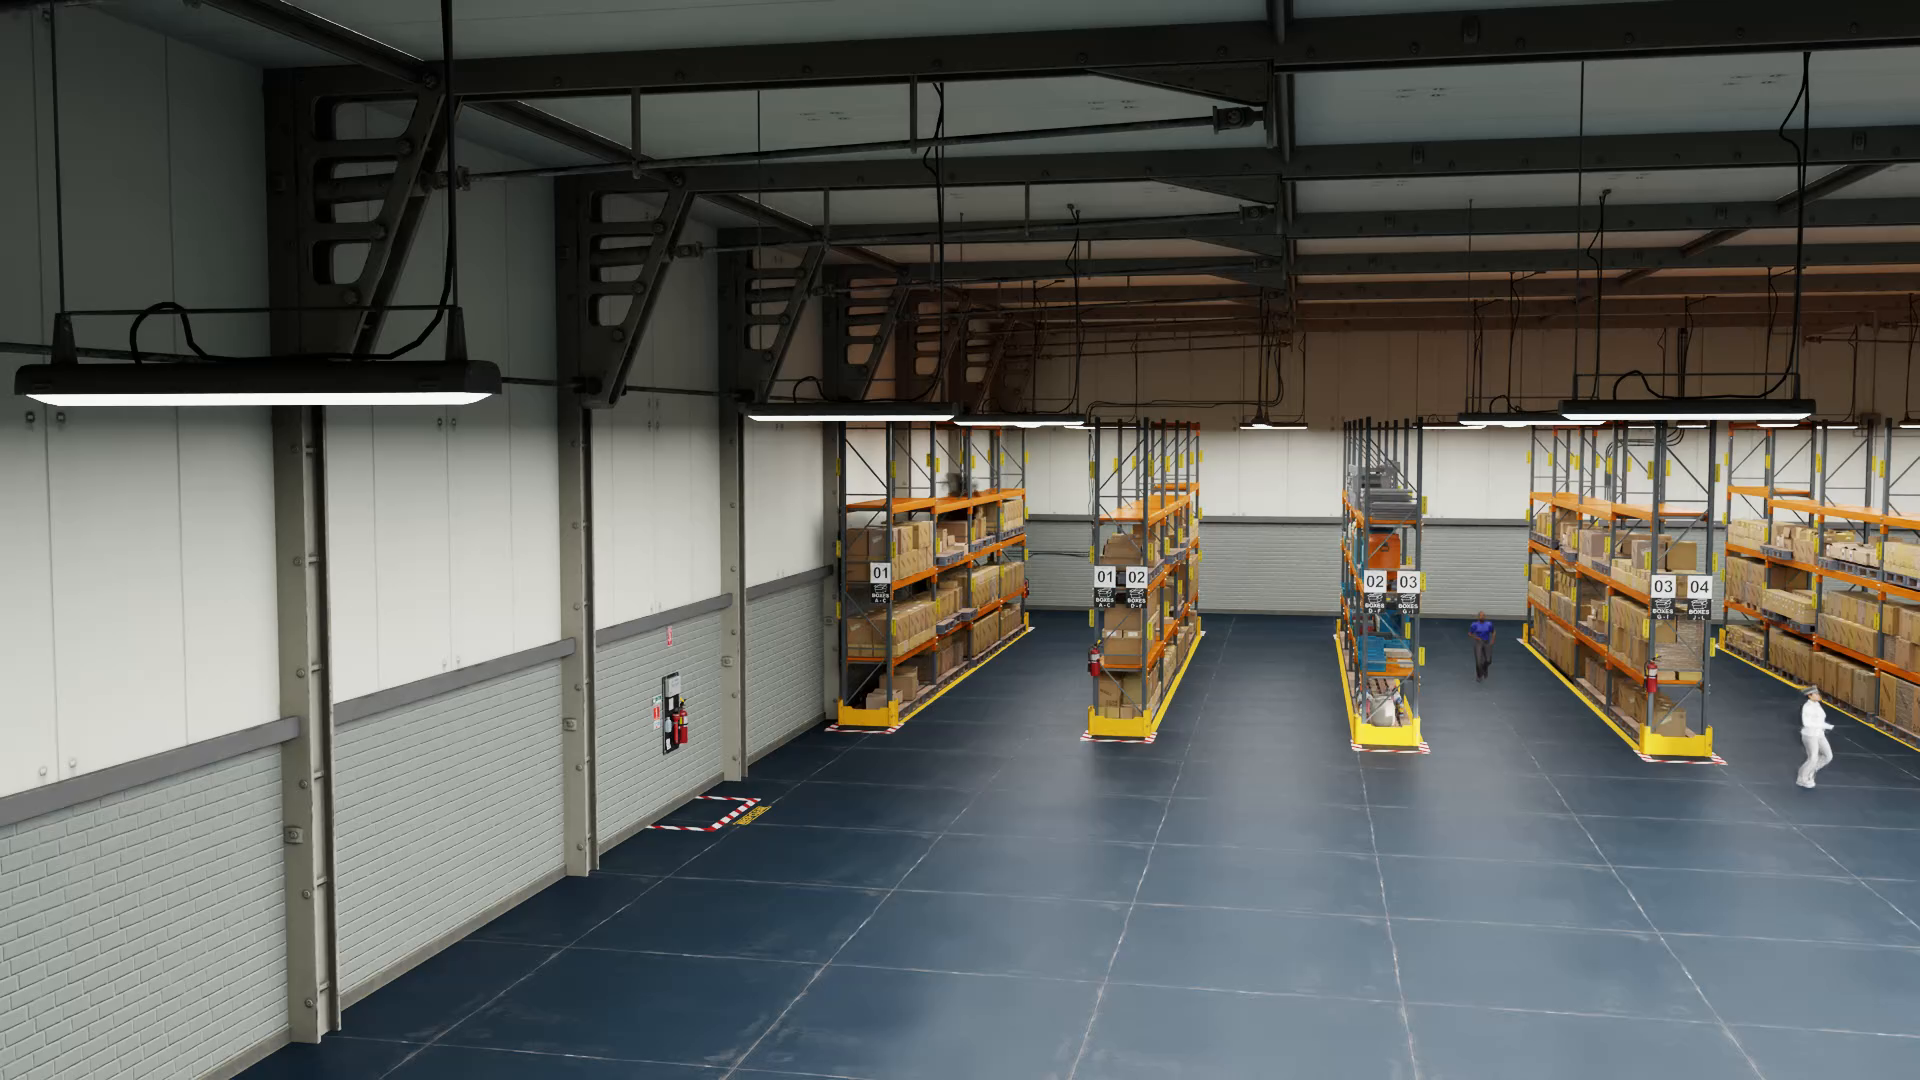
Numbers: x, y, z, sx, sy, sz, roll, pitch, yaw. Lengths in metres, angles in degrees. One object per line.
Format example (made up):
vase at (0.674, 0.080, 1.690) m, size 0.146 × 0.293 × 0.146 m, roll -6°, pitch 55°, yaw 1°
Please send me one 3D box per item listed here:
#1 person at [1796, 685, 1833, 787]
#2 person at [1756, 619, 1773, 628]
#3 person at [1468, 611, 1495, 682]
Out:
person at (13.750, 3.149, 26.676) m, size 0.599 × 1.666 × 0.577 m, roll -3°, pitch 5°, yaw -41°
person at (21.747, 1.926, 44.926) m, size 0.644 × 1.761 × 0.771 m, roll -2°, pitch 4°, yaw -32°
person at (11.955, 2.442, 38.074) m, size 0.606 × 1.624 × 0.537 m, roll 0°, pitch 4°, yaw 6°
